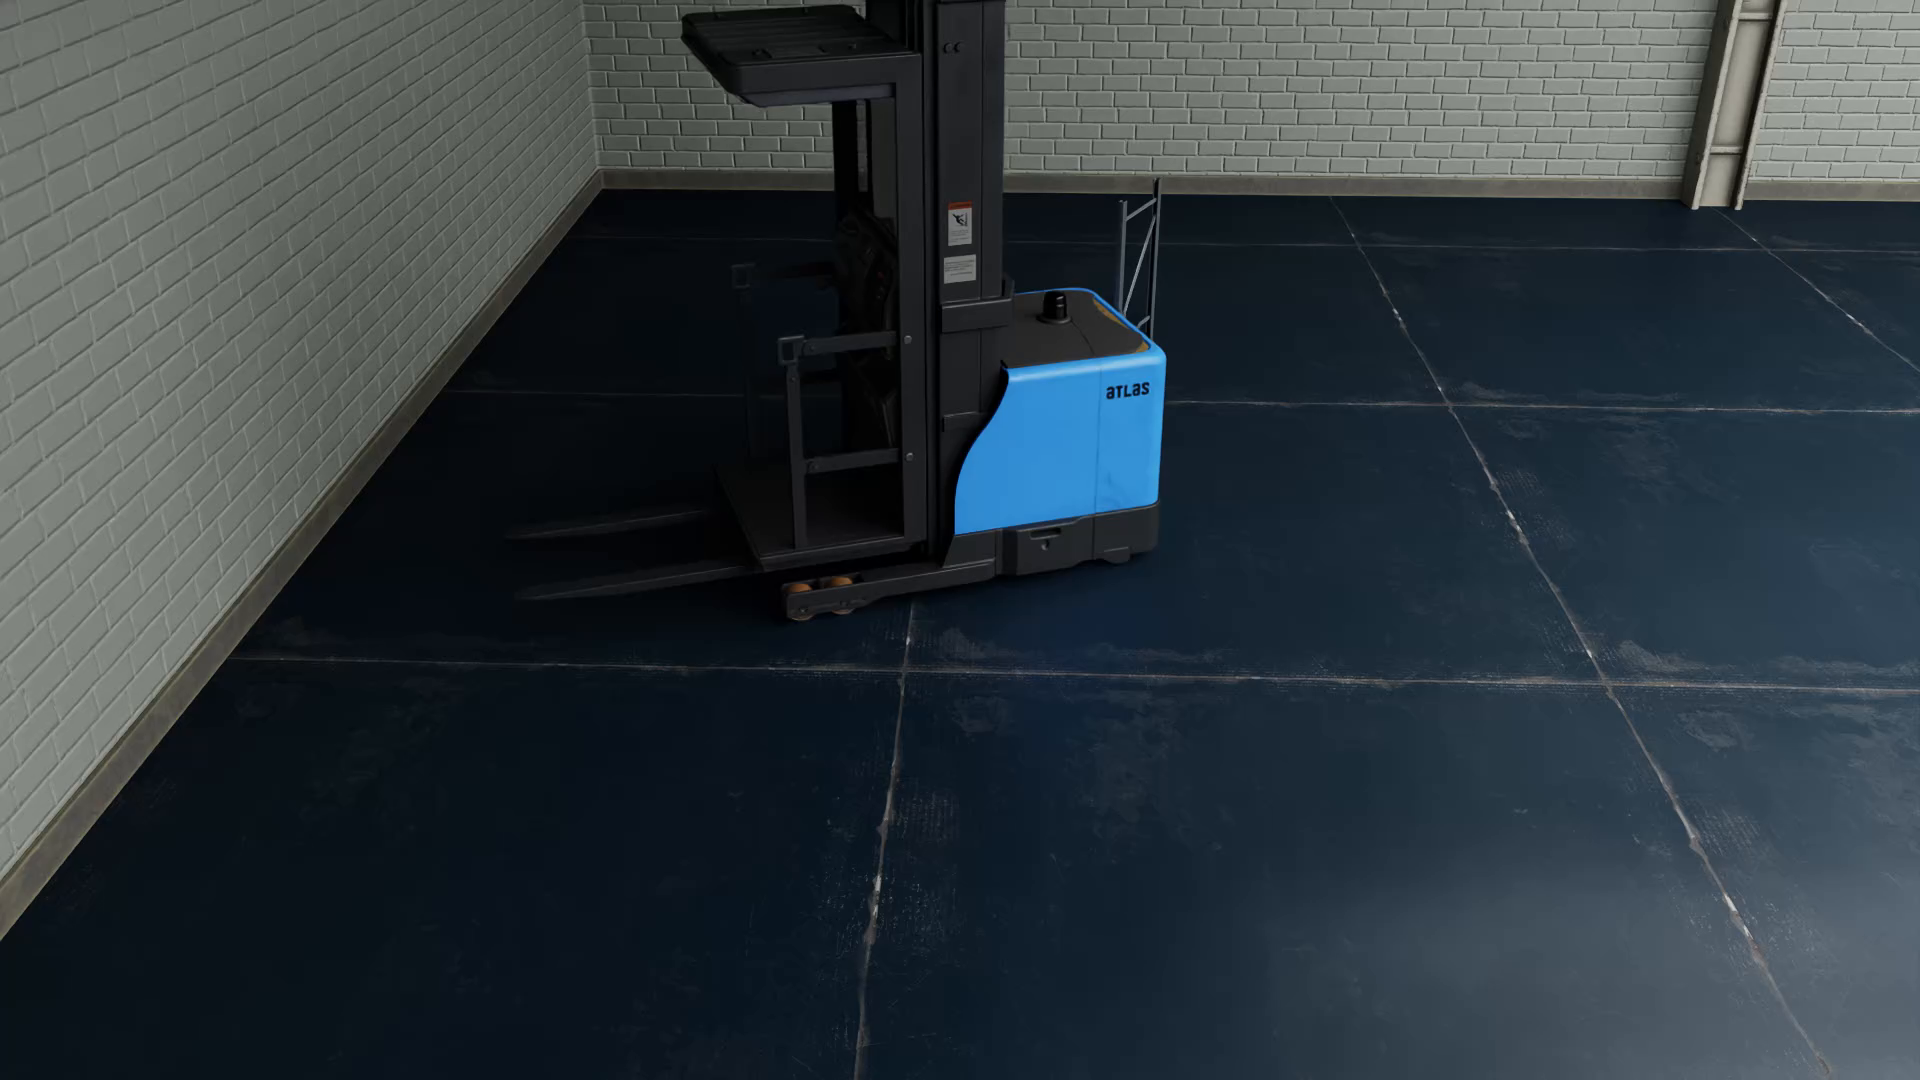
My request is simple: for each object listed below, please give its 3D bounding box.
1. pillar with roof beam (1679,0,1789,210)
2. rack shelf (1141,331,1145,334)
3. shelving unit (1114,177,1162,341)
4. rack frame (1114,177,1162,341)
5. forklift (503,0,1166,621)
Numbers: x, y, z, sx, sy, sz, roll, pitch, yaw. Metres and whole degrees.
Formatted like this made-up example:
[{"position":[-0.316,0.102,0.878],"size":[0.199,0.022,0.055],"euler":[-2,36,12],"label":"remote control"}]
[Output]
[{"position":[5.859,-4.658,7.429],"size":[0.400,9.000,9.100],"euler":[1,28,2],"label":"pillar with roof beam"},{"position":[0.461,-1.056,9.024],"size":[1.000,0.185,0.538],"euler":[14,31,25],"label":"rack shelf"},{"position":[0.461,-1.214,8.940],"size":[1.048,1.500,0.538],"euler":[14,31,25],"label":"shelving unit"},{"position":[0.910,-1.102,8.728],"size":[0.032,1.500,0.500],"euler":[14,31,25],"label":"rack frame"},{"position":[-0.613,-1.205,7.394],"size":[3.031,2.935,1.130],"euler":[-9,29,-16],"label":"forklift"}]
